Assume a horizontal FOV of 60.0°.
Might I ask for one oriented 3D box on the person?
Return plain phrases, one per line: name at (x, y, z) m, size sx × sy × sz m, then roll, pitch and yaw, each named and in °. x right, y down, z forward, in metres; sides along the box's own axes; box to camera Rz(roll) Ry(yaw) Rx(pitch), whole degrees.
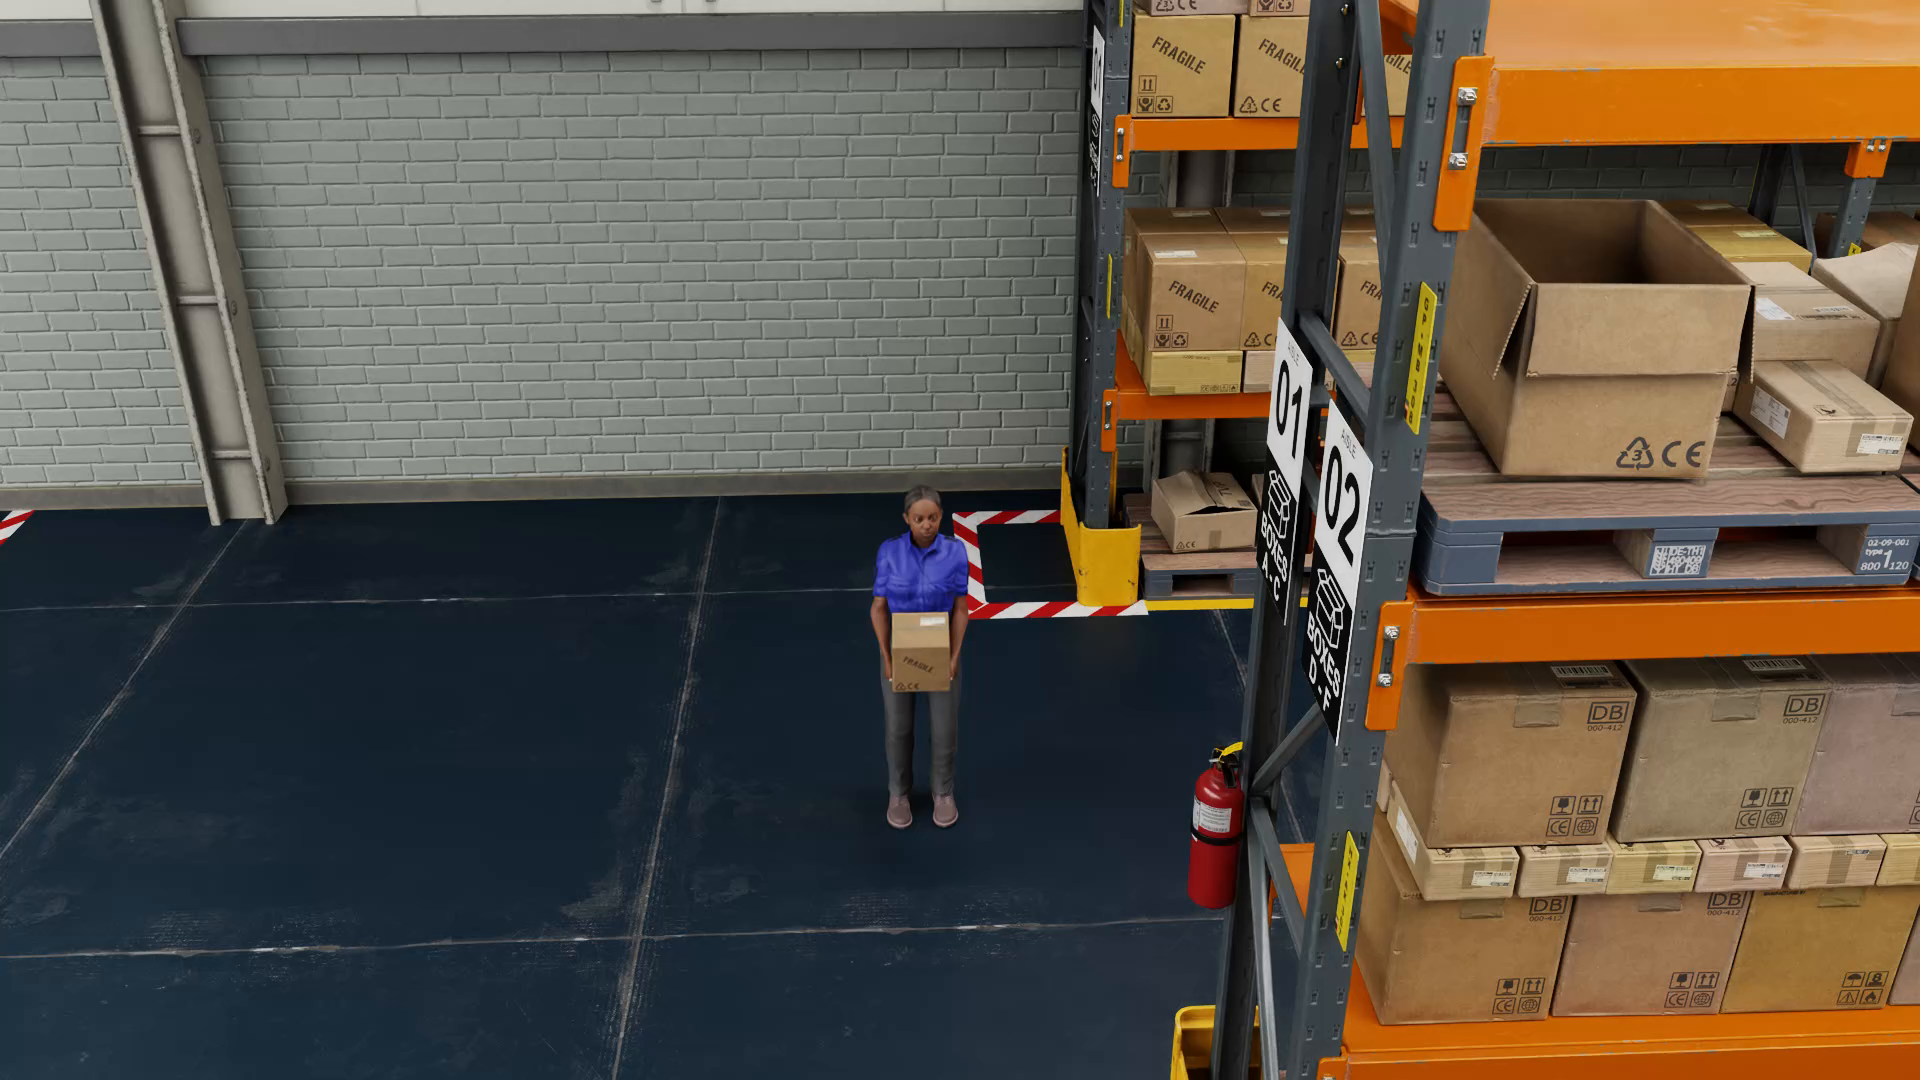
person at (-0.178, 0.562, 7.568) m, size 0.451 × 1.648 × 0.517 m, roll -1°, pitch 28°, yaw -2°
